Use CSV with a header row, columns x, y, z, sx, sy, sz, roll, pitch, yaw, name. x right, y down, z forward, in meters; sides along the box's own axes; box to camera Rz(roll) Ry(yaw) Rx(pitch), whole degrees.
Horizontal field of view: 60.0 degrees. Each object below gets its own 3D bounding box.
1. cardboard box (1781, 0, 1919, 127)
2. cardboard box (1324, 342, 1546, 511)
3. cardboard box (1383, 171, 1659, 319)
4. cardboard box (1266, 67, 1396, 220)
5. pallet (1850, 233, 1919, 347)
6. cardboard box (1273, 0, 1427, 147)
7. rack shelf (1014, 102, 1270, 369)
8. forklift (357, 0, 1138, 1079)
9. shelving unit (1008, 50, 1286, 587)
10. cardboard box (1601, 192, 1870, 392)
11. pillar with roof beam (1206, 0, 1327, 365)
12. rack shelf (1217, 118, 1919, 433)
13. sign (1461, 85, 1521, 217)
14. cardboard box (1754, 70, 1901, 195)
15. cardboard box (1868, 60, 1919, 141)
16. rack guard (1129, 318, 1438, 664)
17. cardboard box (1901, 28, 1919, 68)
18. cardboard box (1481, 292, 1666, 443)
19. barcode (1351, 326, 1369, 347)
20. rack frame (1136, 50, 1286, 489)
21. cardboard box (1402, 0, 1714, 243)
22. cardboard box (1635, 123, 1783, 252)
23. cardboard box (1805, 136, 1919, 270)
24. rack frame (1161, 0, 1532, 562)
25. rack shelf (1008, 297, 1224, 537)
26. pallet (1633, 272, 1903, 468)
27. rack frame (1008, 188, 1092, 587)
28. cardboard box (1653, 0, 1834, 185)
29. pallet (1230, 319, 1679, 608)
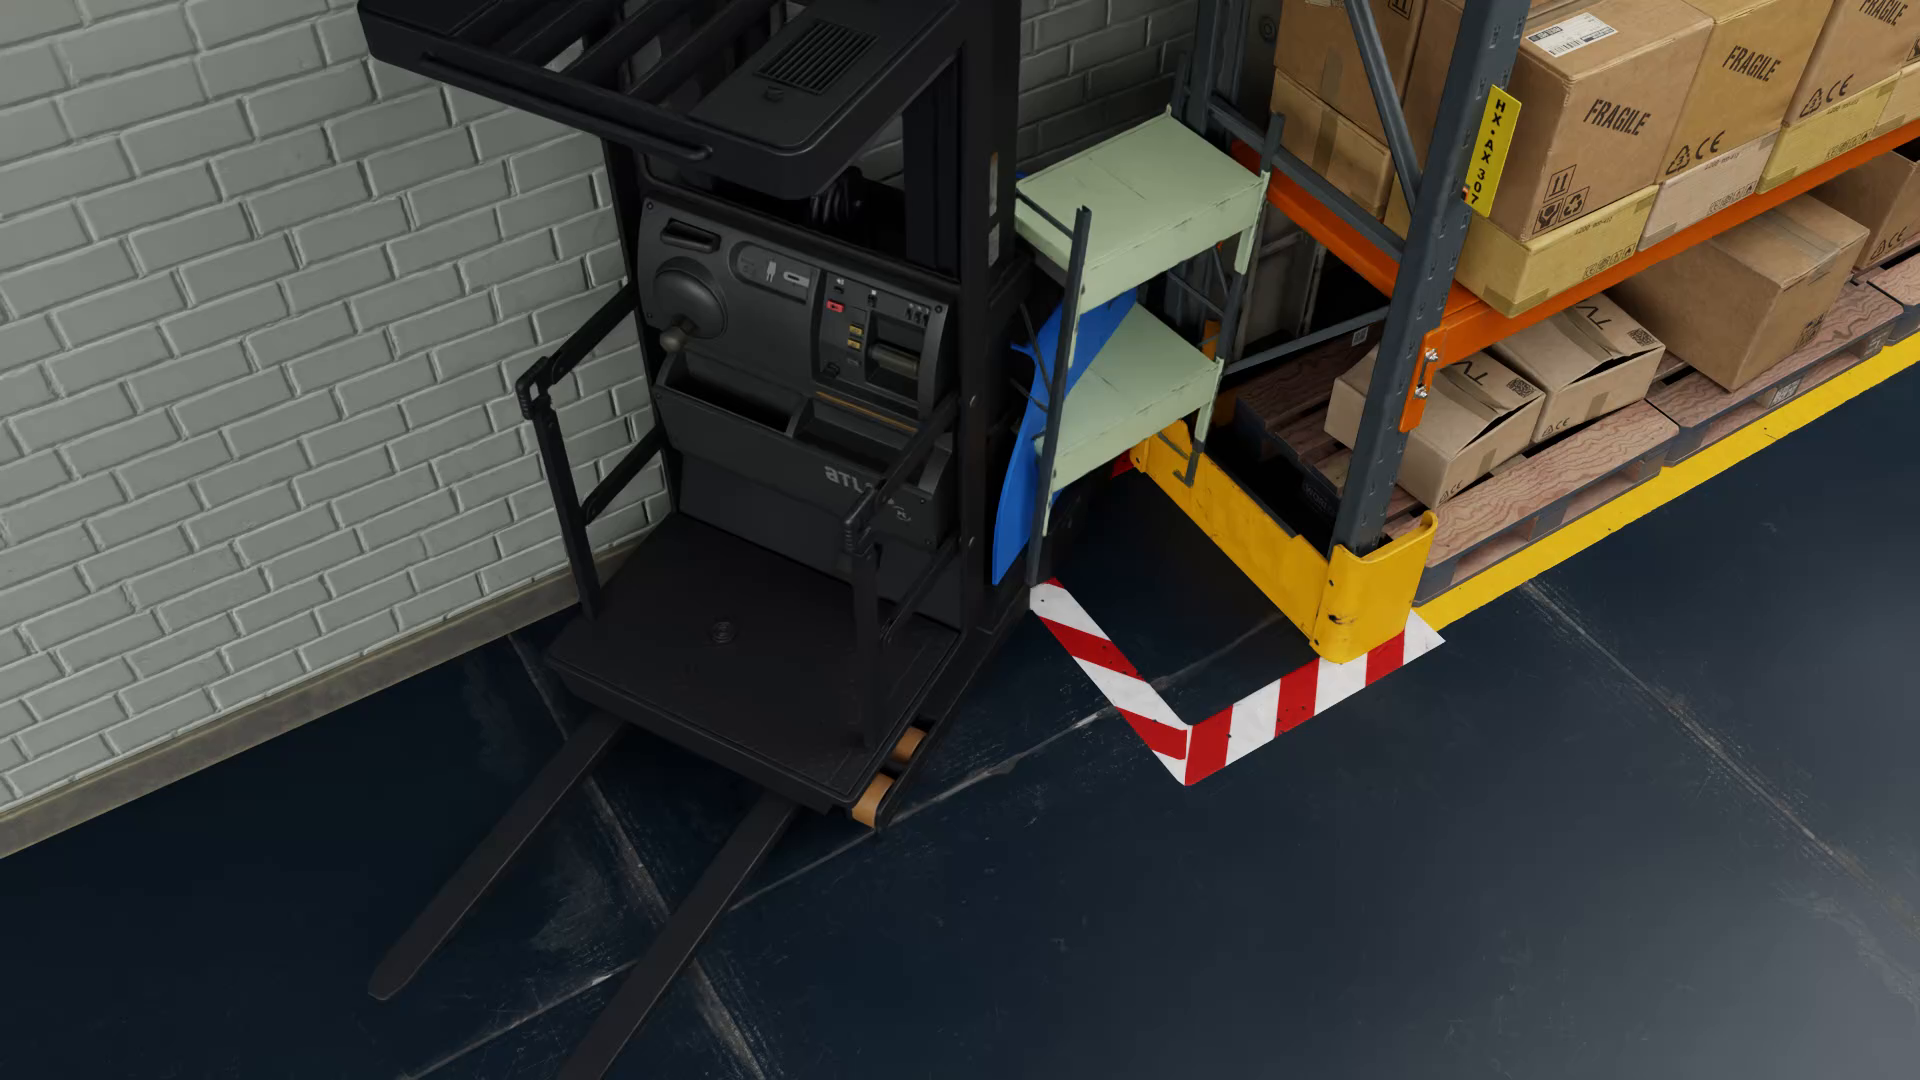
x,y,z,sx,sy,sz,roll,pitch,yaw,name
2.408,-1.585,4.737,0.500,0.500,0.500,-27,54,-22,cardboard box
1.613,-0.456,5.654,0.500,0.311,0.500,-31,55,-25,cardboard box
1.562,-0.936,4.662,0.500,0.250,0.500,-27,54,-22,cardboard box
1.272,-1.251,4.943,0.500,0.250,0.500,-25,53,-20,cardboard box
3.814,-1.362,6.822,1.213,0.211,1.003,-25,53,-21,pallet
1.265,-1.514,4.674,0.500,0.500,0.500,-26,53,-21,cardboard box
0.462,-0.885,4.787,0.720,0.370,0.431,-30,58,-27,rack shelf
-0.552,-0.509,4.240,1.130,2.935,3.031,22,52,19,forklift
0.438,-0.629,5.081,0.755,1.500,0.431,-30,58,-27,shelving unit
2.742,-1.007,6.018,0.500,0.500,0.700,-28,54,-23,cardboard box
3.407,-1.087,0.692,0.400,9.000,9.100,-25,53,-21,pillar with roof beam
2.671,-1.543,5.597,4.000,0.370,1.077,-25,53,-21,rack shelf
1.269,-0.931,3.991,0.005,0.325,0.100,-25,53,-21,sign
2.427,-1.351,5.032,0.500,0.250,0.500,-26,53,-21,cardboard box
2.856,-1.551,5.210,0.500,0.250,0.500,-25,53,-20,cardboard box
1.044,-0.184,5.580,0.348,0.500,1.175,-25,53,-21,rack guard
2.838,-1.798,4.927,0.500,0.500,0.500,-24,52,-20,cardboard box
2.095,-0.684,5.856,0.500,0.311,0.500,-21,52,-18,cardboard box
1.415,-0.719,5.882,0.075,0.075,0.001,-25,53,-21,barcode
0.720,-0.793,5.247,0.023,1.500,0.400,-30,58,-27,rack frame
1.544,-1.192,4.388,0.500,0.500,0.500,-25,53,-21,cardboard box
1.993,-1.152,4.854,0.500,0.250,0.500,-27,54,-22,cardboard box
3.506,-1.456,6.417,0.500,0.500,0.500,-29,54,-23,cardboard box
0.980,-0.986,4.619,0.127,3.000,1.000,-25,53,-21,rack frame
0.418,-0.415,5.326,0.720,0.370,0.431,-30,58,-27,rack shelf
2.781,-0.873,6.386,1.213,0.211,1.003,-25,53,-21,pallet
0.157,-0.465,4.914,0.023,1.500,0.400,-30,58,-27,rack frame
1.967,-1.383,4.558,0.500,0.500,0.500,-25,53,-21,cardboard box
1.750,-0.390,5.956,1.213,0.211,1.003,-25,53,-21,pallet
